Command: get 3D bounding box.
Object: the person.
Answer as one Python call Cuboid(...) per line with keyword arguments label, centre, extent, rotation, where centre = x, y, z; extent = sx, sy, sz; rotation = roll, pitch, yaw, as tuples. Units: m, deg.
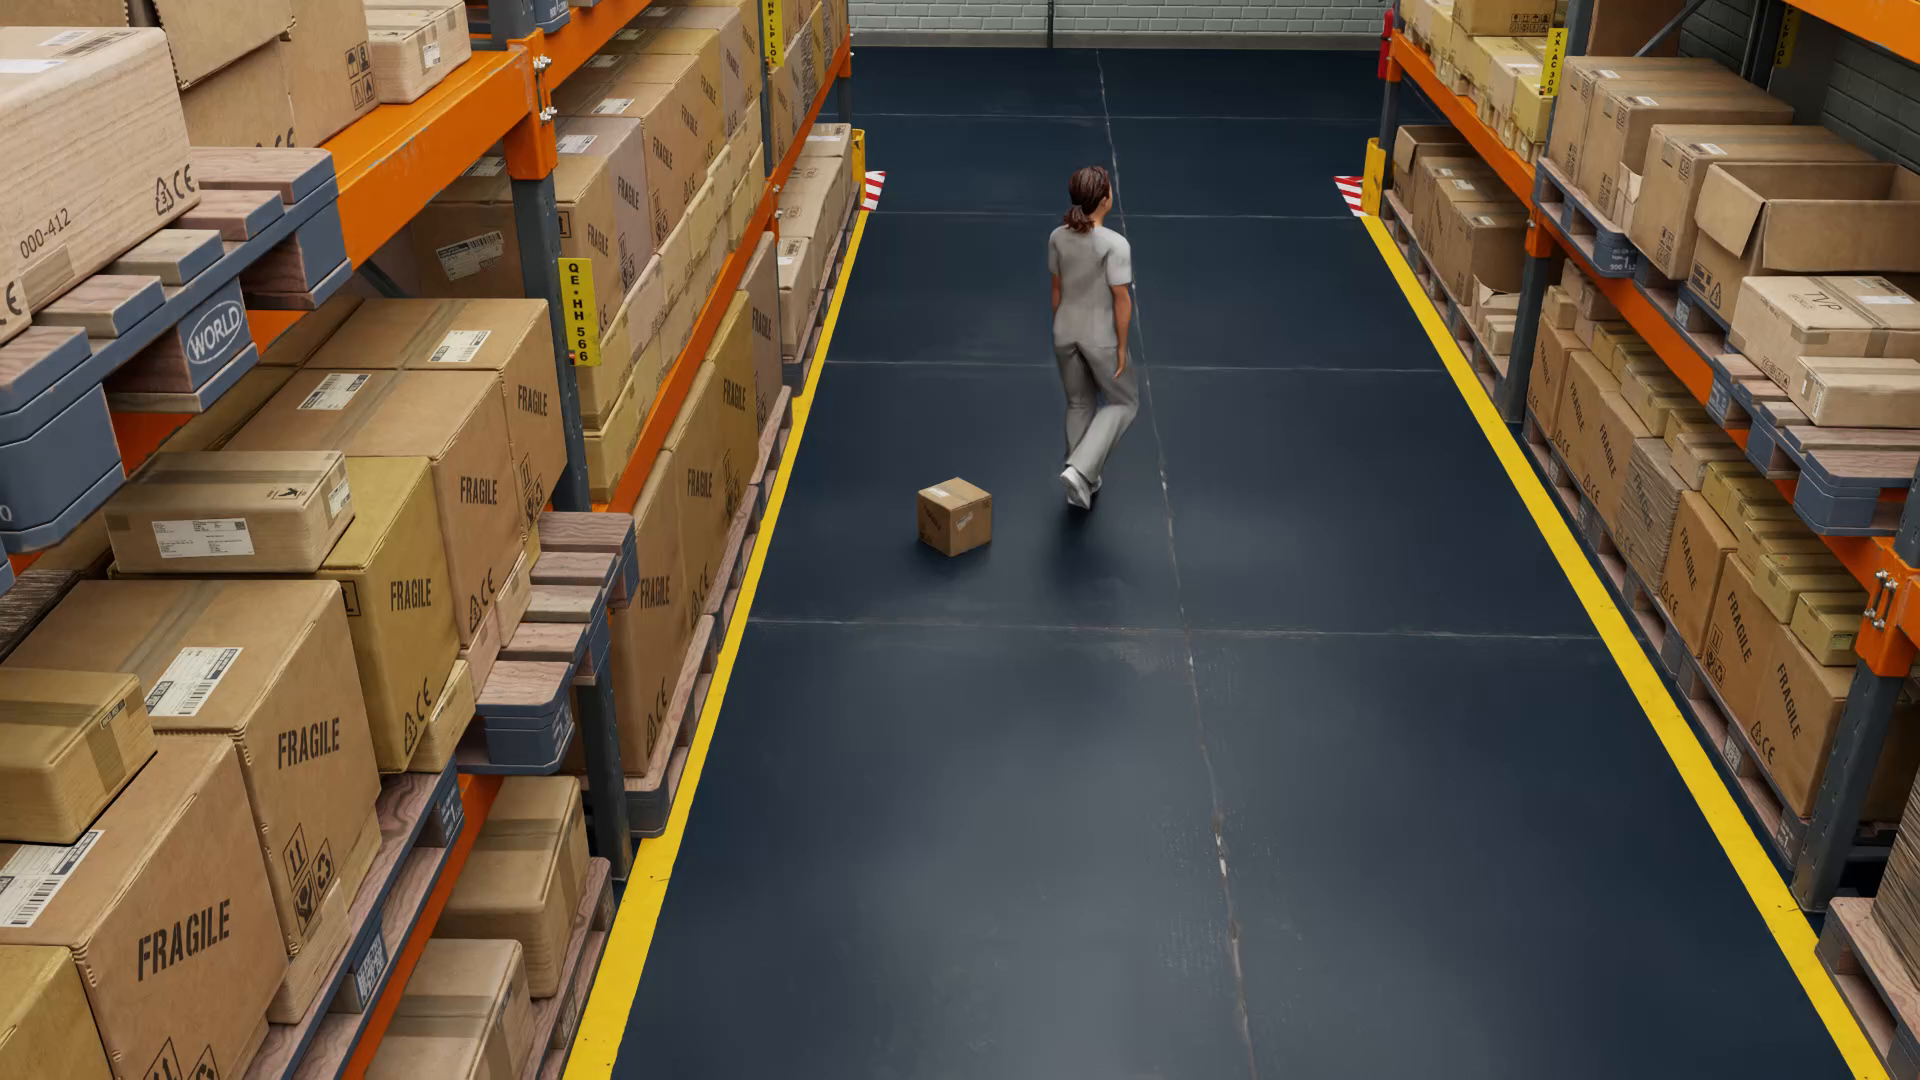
Cuboid(label="person", centre=(0.583, -0.914, 7.786), extent=(0.452, 1.662, 0.521), rotation=(18, 33, 30))
